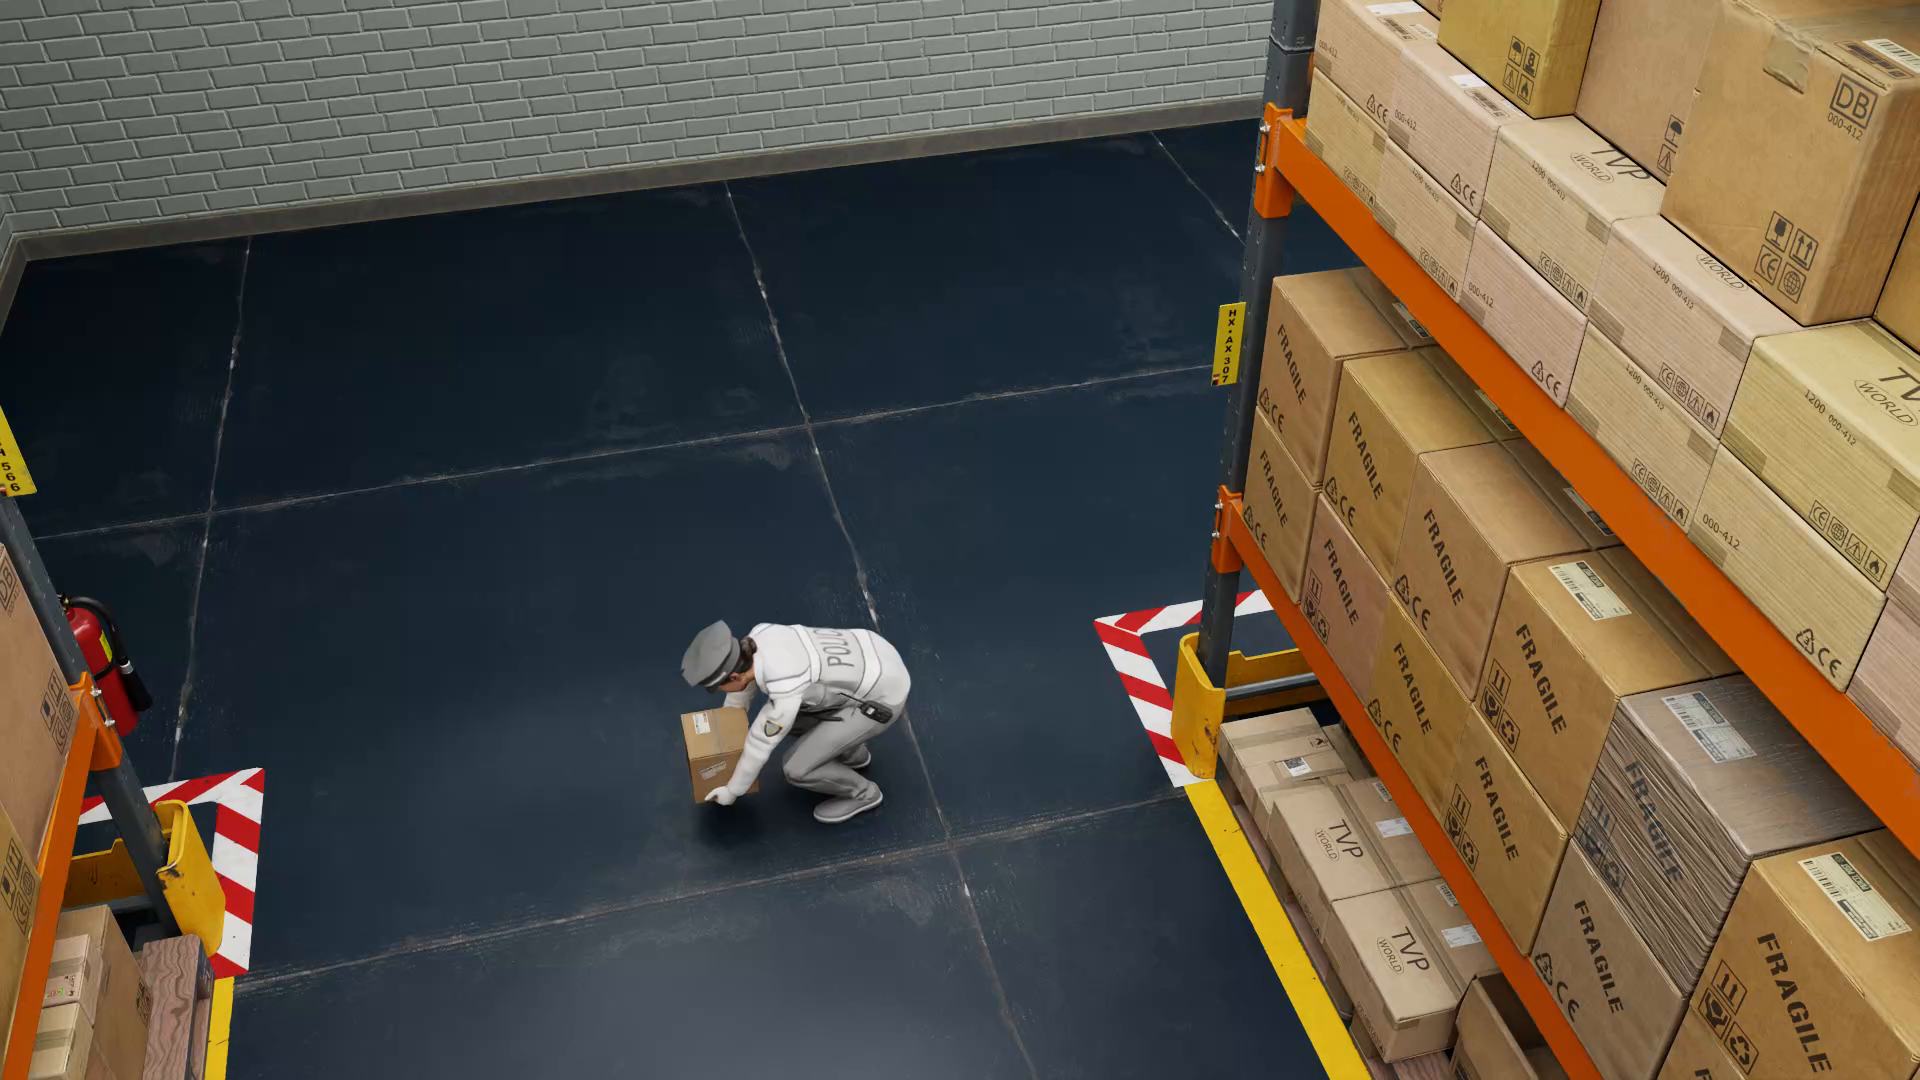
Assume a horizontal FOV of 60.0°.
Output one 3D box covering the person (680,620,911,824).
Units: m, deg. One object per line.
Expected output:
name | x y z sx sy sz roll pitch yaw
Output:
person | -0.622 0.656 6.443 0.867 0.984 0.458 -10 40 -13
